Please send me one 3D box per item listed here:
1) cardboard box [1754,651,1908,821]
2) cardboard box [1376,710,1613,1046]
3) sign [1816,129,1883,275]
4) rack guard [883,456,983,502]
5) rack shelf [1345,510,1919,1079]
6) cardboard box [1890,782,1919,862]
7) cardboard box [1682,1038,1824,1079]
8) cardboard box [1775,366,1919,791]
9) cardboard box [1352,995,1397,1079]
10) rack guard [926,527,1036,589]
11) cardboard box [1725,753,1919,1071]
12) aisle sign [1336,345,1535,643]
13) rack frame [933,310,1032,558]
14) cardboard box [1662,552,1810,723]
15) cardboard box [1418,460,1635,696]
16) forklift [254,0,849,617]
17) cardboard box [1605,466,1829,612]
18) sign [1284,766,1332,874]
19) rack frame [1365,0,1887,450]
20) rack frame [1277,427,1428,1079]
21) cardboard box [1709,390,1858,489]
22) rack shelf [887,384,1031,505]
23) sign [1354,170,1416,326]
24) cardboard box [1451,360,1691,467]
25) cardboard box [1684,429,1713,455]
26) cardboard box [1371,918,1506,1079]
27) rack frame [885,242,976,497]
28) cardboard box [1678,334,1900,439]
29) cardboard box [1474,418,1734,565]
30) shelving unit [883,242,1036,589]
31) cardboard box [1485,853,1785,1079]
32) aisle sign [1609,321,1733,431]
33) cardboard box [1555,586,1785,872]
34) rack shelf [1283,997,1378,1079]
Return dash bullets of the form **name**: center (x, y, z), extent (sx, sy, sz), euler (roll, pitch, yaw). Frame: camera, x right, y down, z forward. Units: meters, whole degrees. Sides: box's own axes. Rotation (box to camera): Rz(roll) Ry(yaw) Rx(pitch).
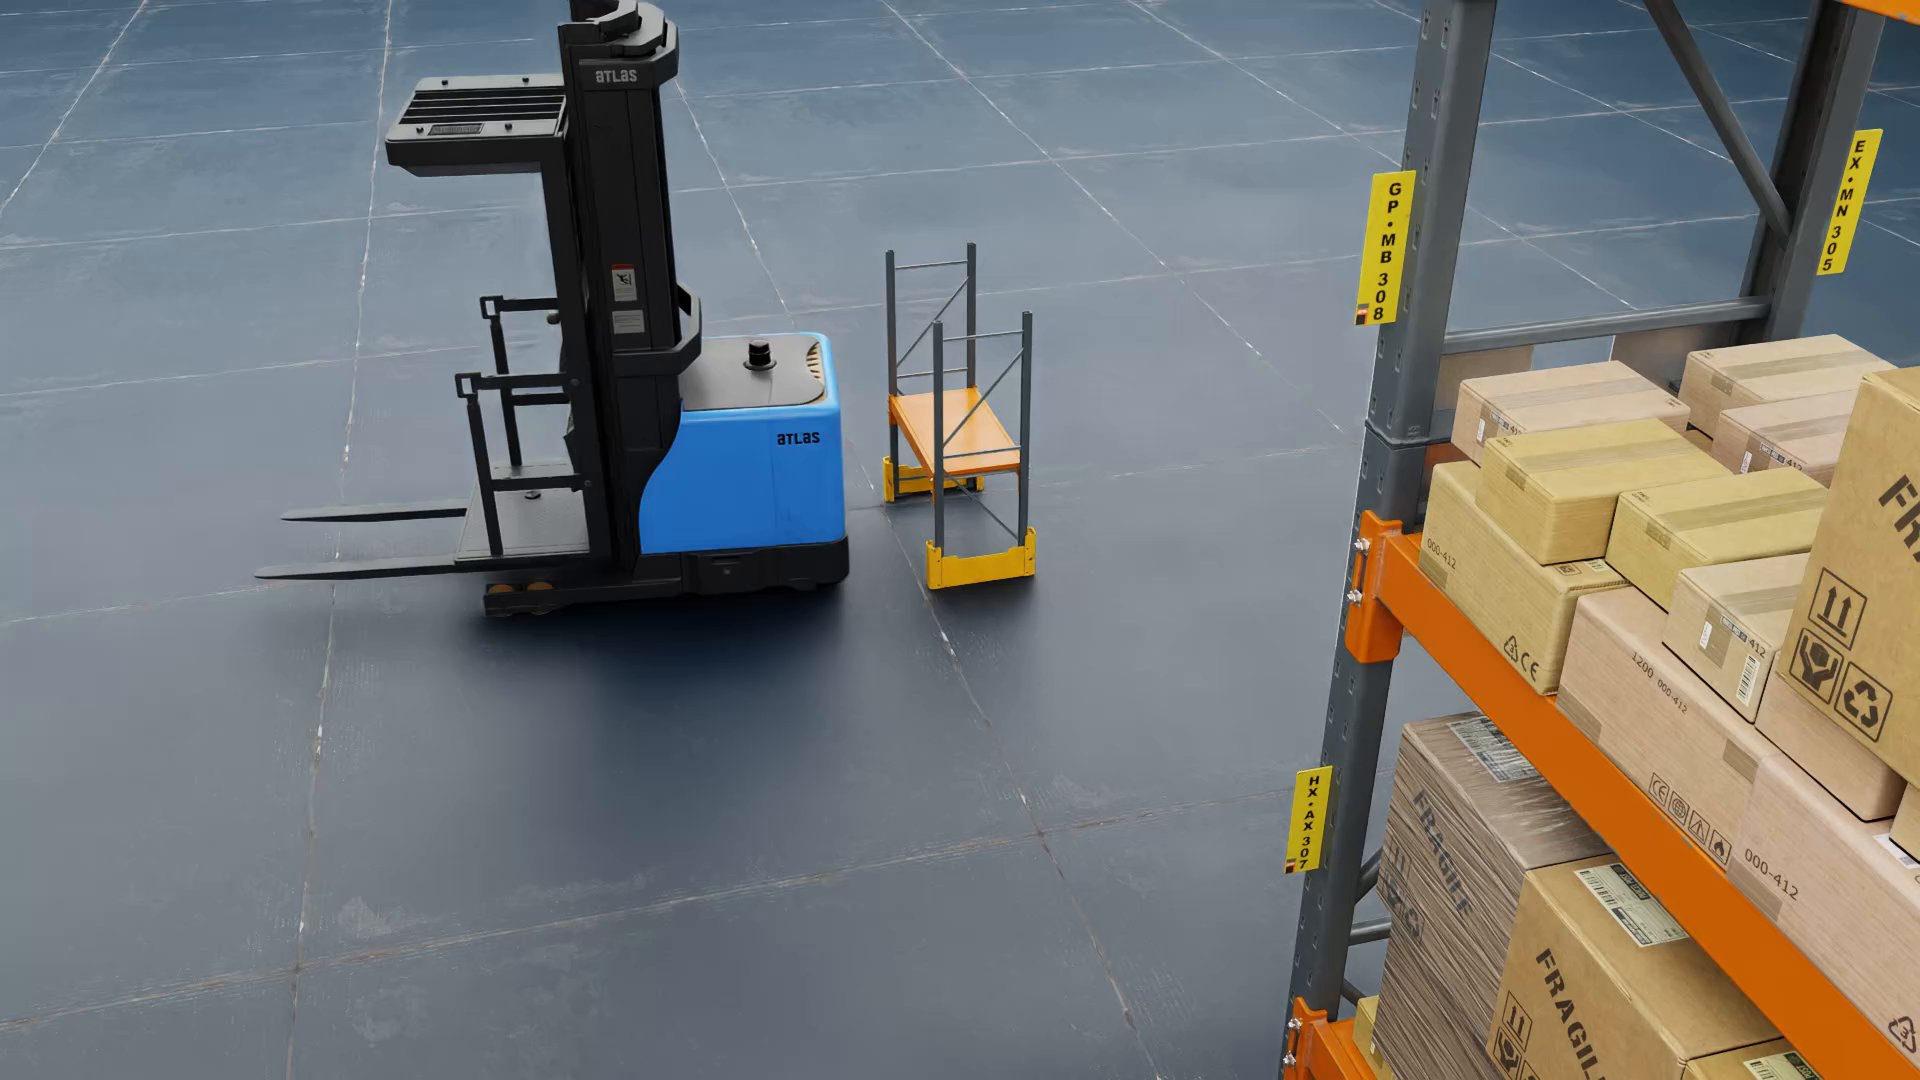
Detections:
- **cardboard box**: center (1.475, 0.268, 2.551), extent (0.380, 0.149, 0.250), euler (-8, 31, -13)
- **cardboard box**: center (1.283, 0.704, 3.644), extent (0.500, 0.500, 0.500), euler (-8, 31, -13)
- **sign**: center (1.940, -0.738, 3.653), extent (0.100, 0.325, 0.005), euler (-8, 31, -13)
- **rack guard**: center (-0.152, -0.386, 9.667), extent (0.587, 0.250, 0.087), euler (-8, 31, -13)
- **rack shelf**: center (1.930, 0.986, 2.275), extent (1.077, 0.370, 4.000), euler (-8, 31, -13)
- **cardboard box**: center (1.562, 0.398, 2.326), extent (0.380, 0.149, 0.250), euler (-9, 31, -16)
- **cardboard box**: center (1.543, 1.188, 2.808), extent (0.500, 0.500, 0.500), euler (-8, 31, -13)
- **cardboard box**: center (1.533, 0.074, 2.239), extent (0.500, 0.500, 0.500), euler (-8, 31, -13)
- **cardboard box**: center (1.245, 1.285, 4.286), extent (0.380, 0.149, 0.250), euler (-8, 31, -13)
- **rack guard**: center (0.112, 0.096, 8.835), extent (0.587, 0.250, 0.087), euler (-8, 31, -13)
- **cardboard box**: center (1.549, 0.529, 2.497), extent (0.500, 0.250, 0.500), euler (-8, 31, -13)
- **aisle sign**: center (1.094, -0.108, 3.847), extent (0.394, 0.787, 0.004), euler (-8, 31, -13)
- **rack frame**: center (0.112, -0.445, 8.521), extent (0.500, 1.500, 0.032), euler (-8, 31, -13)
- **cardboard box**: center (1.415, 0.150, 2.754), extent (0.380, 0.149, 0.250), euler (-7, 31, -11)
- **cardboard box**: center (1.278, 0.041, 3.340), extent (0.500, 0.250, 0.500), euler (-7, 31, -12)
- **forklift**: center (-2.143, -1.152, 8.315), extent (3.031, 2.935, 1.130), euler (-4, 30, -6)
- **cardboard box**: center (1.411, 0.009, 2.998), extent (0.380, 0.149, 0.250), euler (-8, 31, -14)
- **sign**: center (0.877, 0.705, 4.174), extent (0.100, 0.325, 0.005), euler (-8, 31, -13)
- **rack frame**: center (1.400, -1.589, 3.013), extent (1.000, 3.000, 0.127), euler (-8, 31, -13)
- **rack frame**: center (1.400, 1.007, 4.516), extent (1.000, 3.000, 0.127), euler (-8, 31, -13)
- **cardboard box**: center (1.730, -0.165, 3.298), extent (0.380, 0.149, 0.250), euler (-9, 31, -15)
- **rack shelf**: center (-0.023, -0.535, 9.036), extent (0.538, 0.185, 1.000), euler (-8, 31, -13)
- **sign**: center (0.877, -0.597, 3.420), extent (0.100, 0.325, 0.005), euler (-8, 31, -13)
- **cardboard box**: center (1.250, -0.235, 3.419), extent (0.380, 0.149, 0.250), euler (-8, 31, -14)
- **cardboard box**: center (1.773, -0.027, 3.458), extent (0.500, 0.250, 0.500), euler (-7, 31, -12)
- **cardboard box**: center (1.519, 1.104, 3.951), extent (0.875, 0.500, 0.500), euler (-8, 31, -13)
- **rack frame**: center (-0.158, -0.936, 9.370), extent (0.500, 1.500, 0.032), euler (-8, 31, -13)
- **cardboard box**: center (1.774, -0.306, 3.542), extent (0.380, 0.149, 0.250), euler (-8, 31, -13)
- **cardboard box**: center (1.225, -0.097, 3.180), extent (0.380, 0.149, 0.250), euler (-7, 31, -12)
- **shelving unit**: center (-0.020, -0.686, 8.938), extent (0.587, 1.500, 1.083), euler (-8, 31, -13)
- **cardboard box**: center (1.409, 0.947, 3.225), extent (0.500, 0.500, 0.500), euler (-8, 31, -13)
- **aisle sign**: center (1.672, -0.188, 3.985), extent (0.394, 0.787, 0.004), euler (-8, 31, -13)
- **cardboard box**: center (1.421, 0.289, 2.911), extent (0.500, 0.250, 0.500), euler (-9, 31, -14)
- **rack shelf**: center (1.930, 2.285, 3.027), extent (1.077, 0.370, 4.000), euler (-8, 31, -13)
